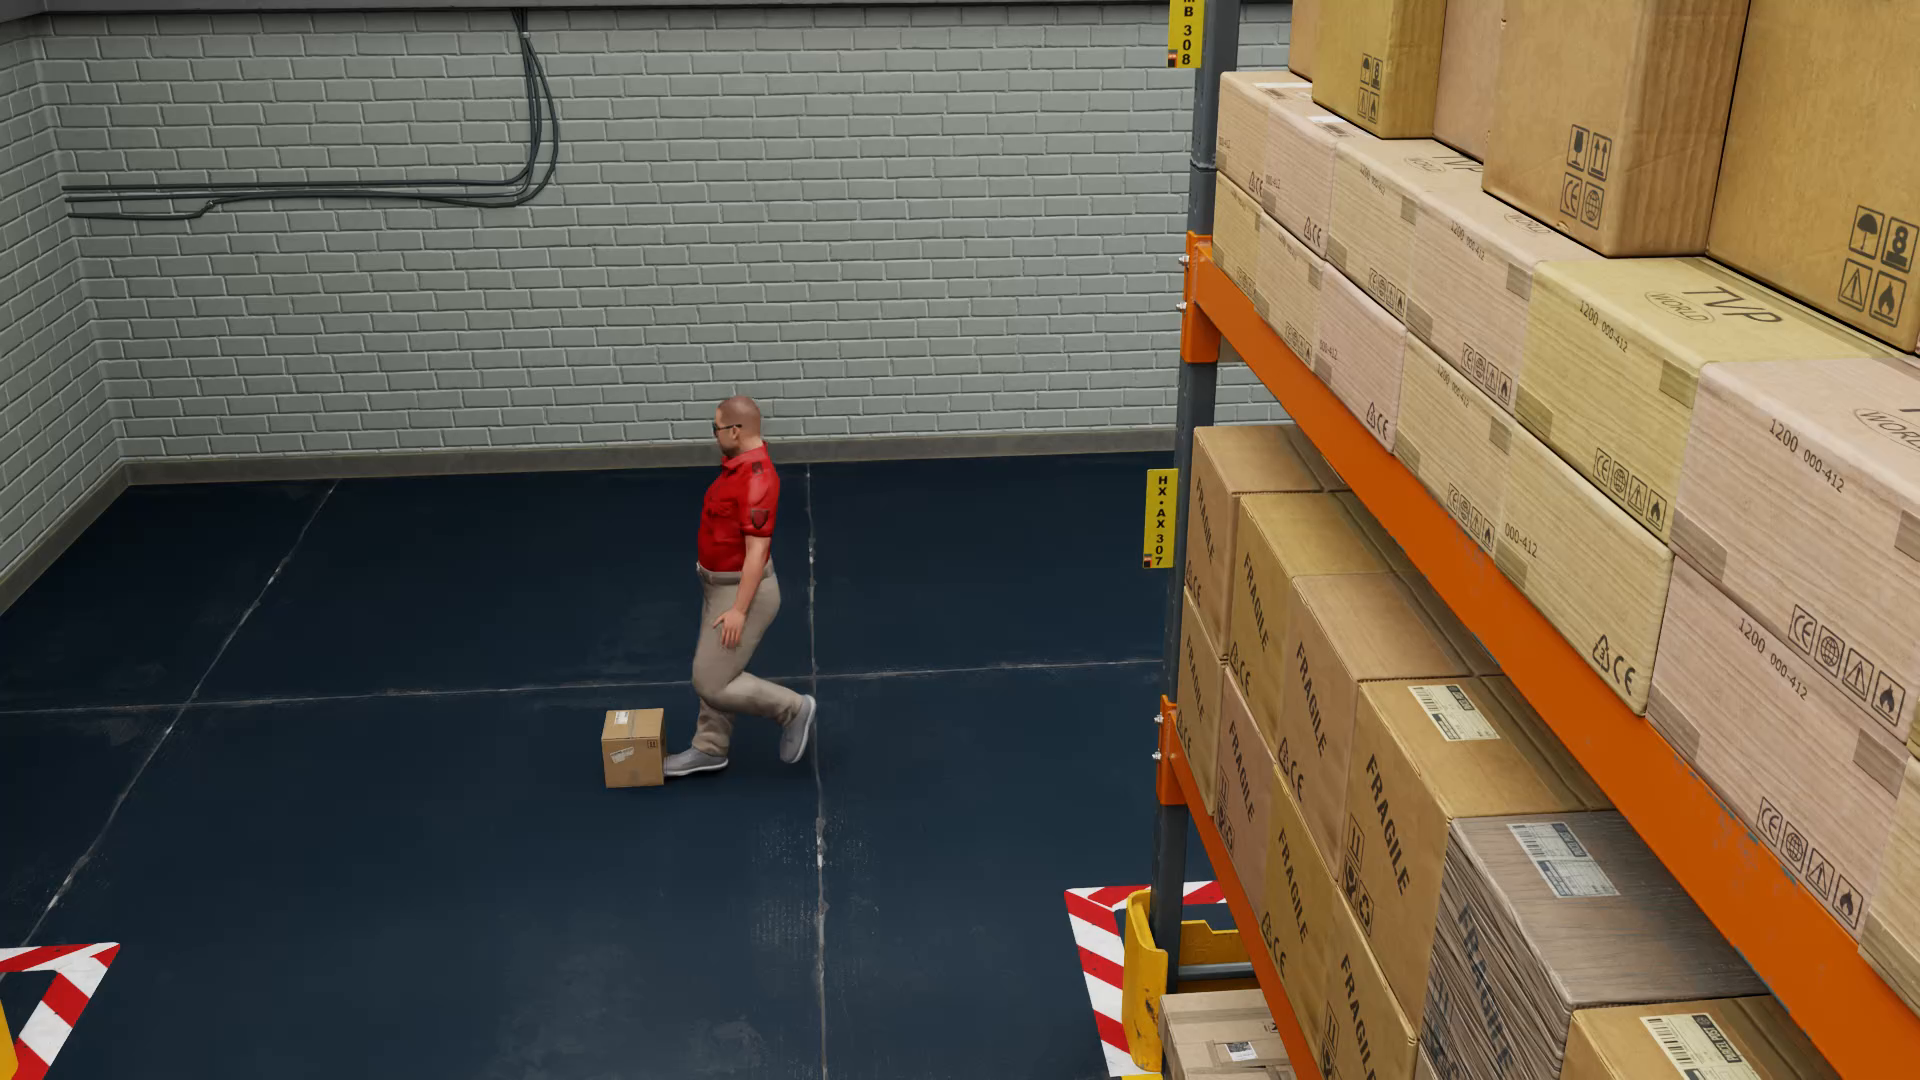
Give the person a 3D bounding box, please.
[{"bbox_3d":[-1.000,0.234,7.078,0.715,1.708,0.607,-6,24,-14],"label":"person"}]
